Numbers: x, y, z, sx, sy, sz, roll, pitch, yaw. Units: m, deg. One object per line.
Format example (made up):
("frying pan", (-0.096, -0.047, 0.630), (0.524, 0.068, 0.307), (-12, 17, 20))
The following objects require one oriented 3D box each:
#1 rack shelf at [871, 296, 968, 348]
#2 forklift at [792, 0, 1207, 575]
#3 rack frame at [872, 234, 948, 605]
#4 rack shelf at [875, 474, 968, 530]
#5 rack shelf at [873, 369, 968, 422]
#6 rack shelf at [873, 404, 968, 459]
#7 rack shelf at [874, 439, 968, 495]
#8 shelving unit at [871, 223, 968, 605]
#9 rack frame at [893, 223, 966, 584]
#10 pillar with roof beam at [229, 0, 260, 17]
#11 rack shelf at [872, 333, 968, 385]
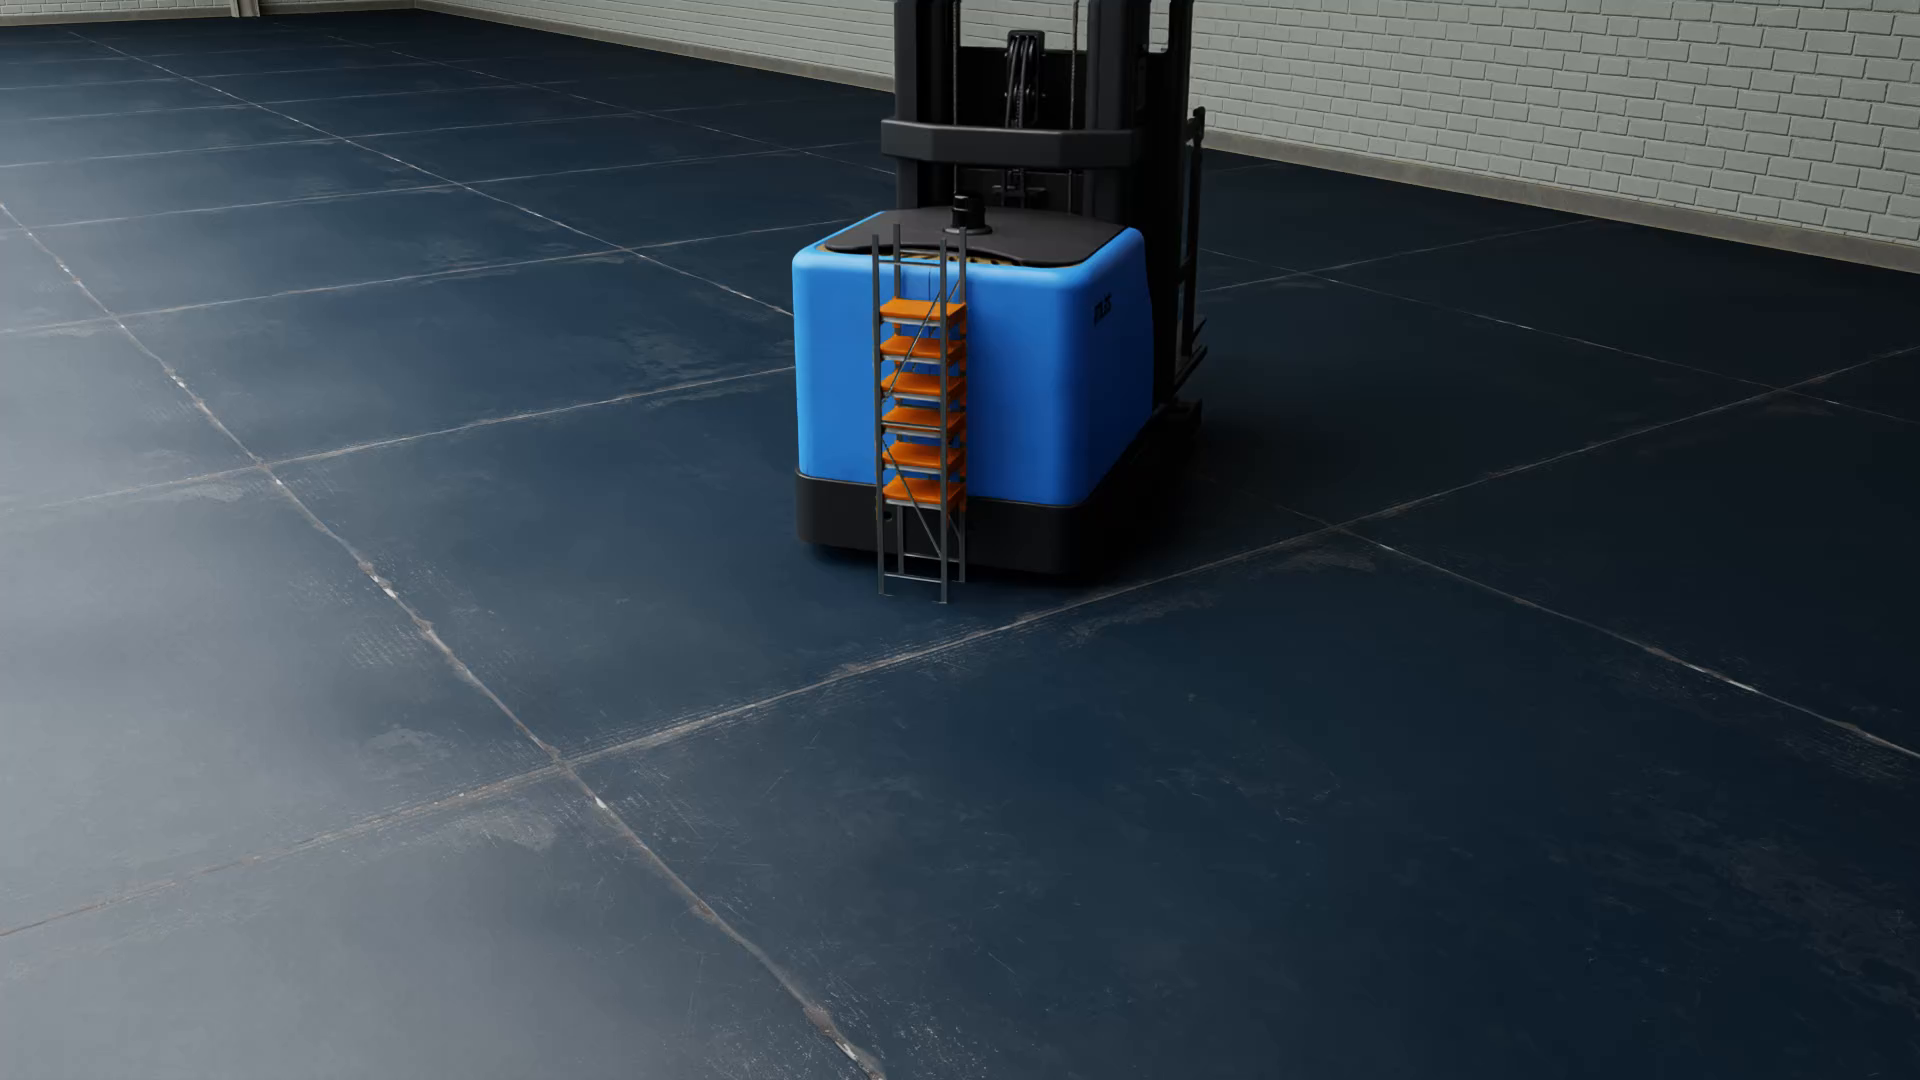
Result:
("rack shelf", (-0.125, -0.684, 5.202), (0.258, 0.103, 0.180), (7, 23, 17))
("forklift", (0.389, -1.761, 6.418), (1.130, 2.935, 3.031), (7, 23, 17))
("rack frame", (-0.154, -0.359, 5.238), (0.240, 1.200, 0.006), (7, 23, 17))
("rack shelf", (-0.125, -0.127, 5.424), (0.258, 0.103, 0.180), (7, 23, 17))
("rack shelf", (-0.125, -0.461, 5.291), (0.258, 0.103, 0.180), (7, 23, 17))
("rack shelf", (-0.125, -0.350, 5.335), (0.258, 0.103, 0.180), (7, 23, 17))
("rack shelf", (-0.125, -0.238, 5.380), (0.258, 0.103, 0.180), (7, 23, 17))
("shelving unit", (-0.125, -0.391, 5.319), (0.258, 1.200, 0.189), (7, 23, 17))
("rack frame", (-0.095, -0.423, 5.399), (0.240, 1.200, 0.006), (7, 23, 17))
("pillar with roof beam", (-9.637, -11.800, 23.389), (0.400, 9.000, 9.100), (-15, 26, -33))
("rack shelf", (-0.125, -0.572, 5.246), (0.258, 0.103, 0.180), (7, 23, 17))
